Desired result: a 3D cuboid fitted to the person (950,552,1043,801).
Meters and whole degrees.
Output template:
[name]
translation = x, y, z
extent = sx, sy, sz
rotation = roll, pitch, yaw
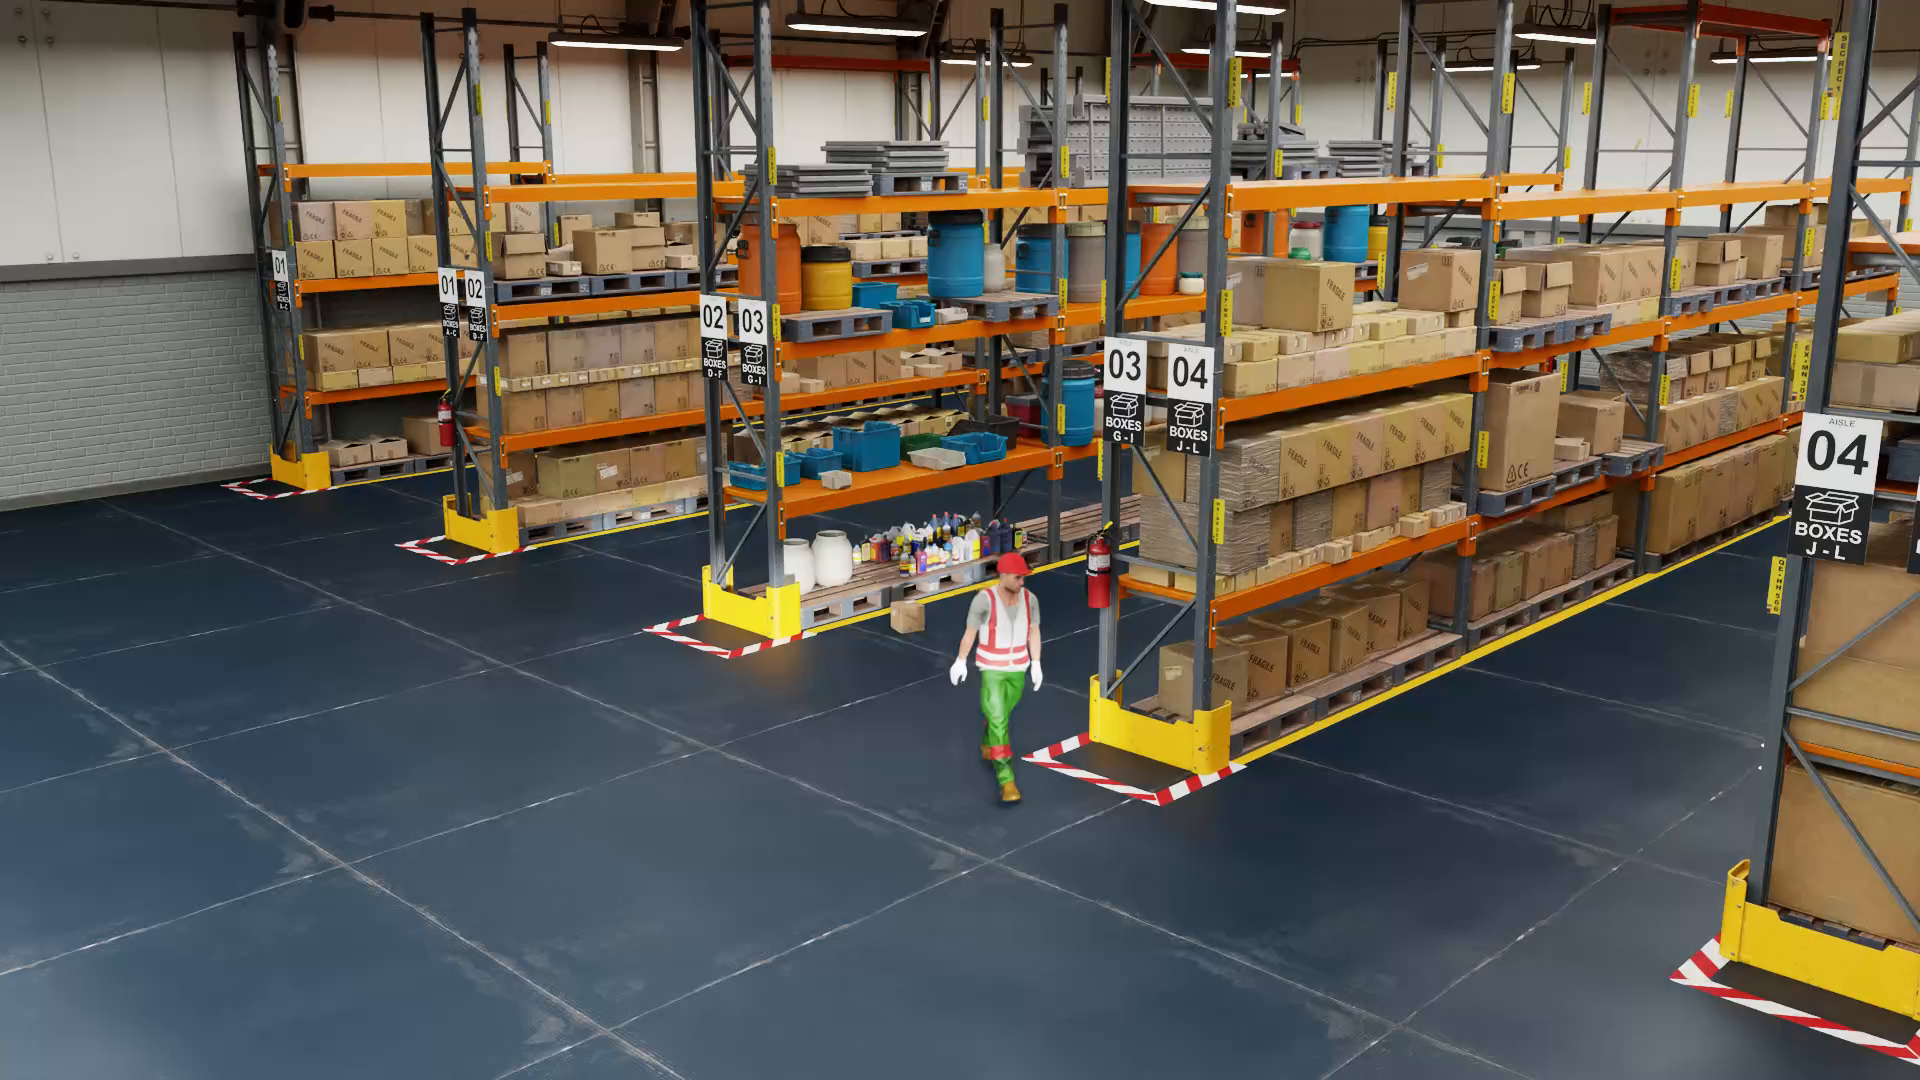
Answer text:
[person]
translation = 0.319, 0.932, 12.128
extent = 0.629, 1.716, 1.089
rotation = -6, 15, -24
